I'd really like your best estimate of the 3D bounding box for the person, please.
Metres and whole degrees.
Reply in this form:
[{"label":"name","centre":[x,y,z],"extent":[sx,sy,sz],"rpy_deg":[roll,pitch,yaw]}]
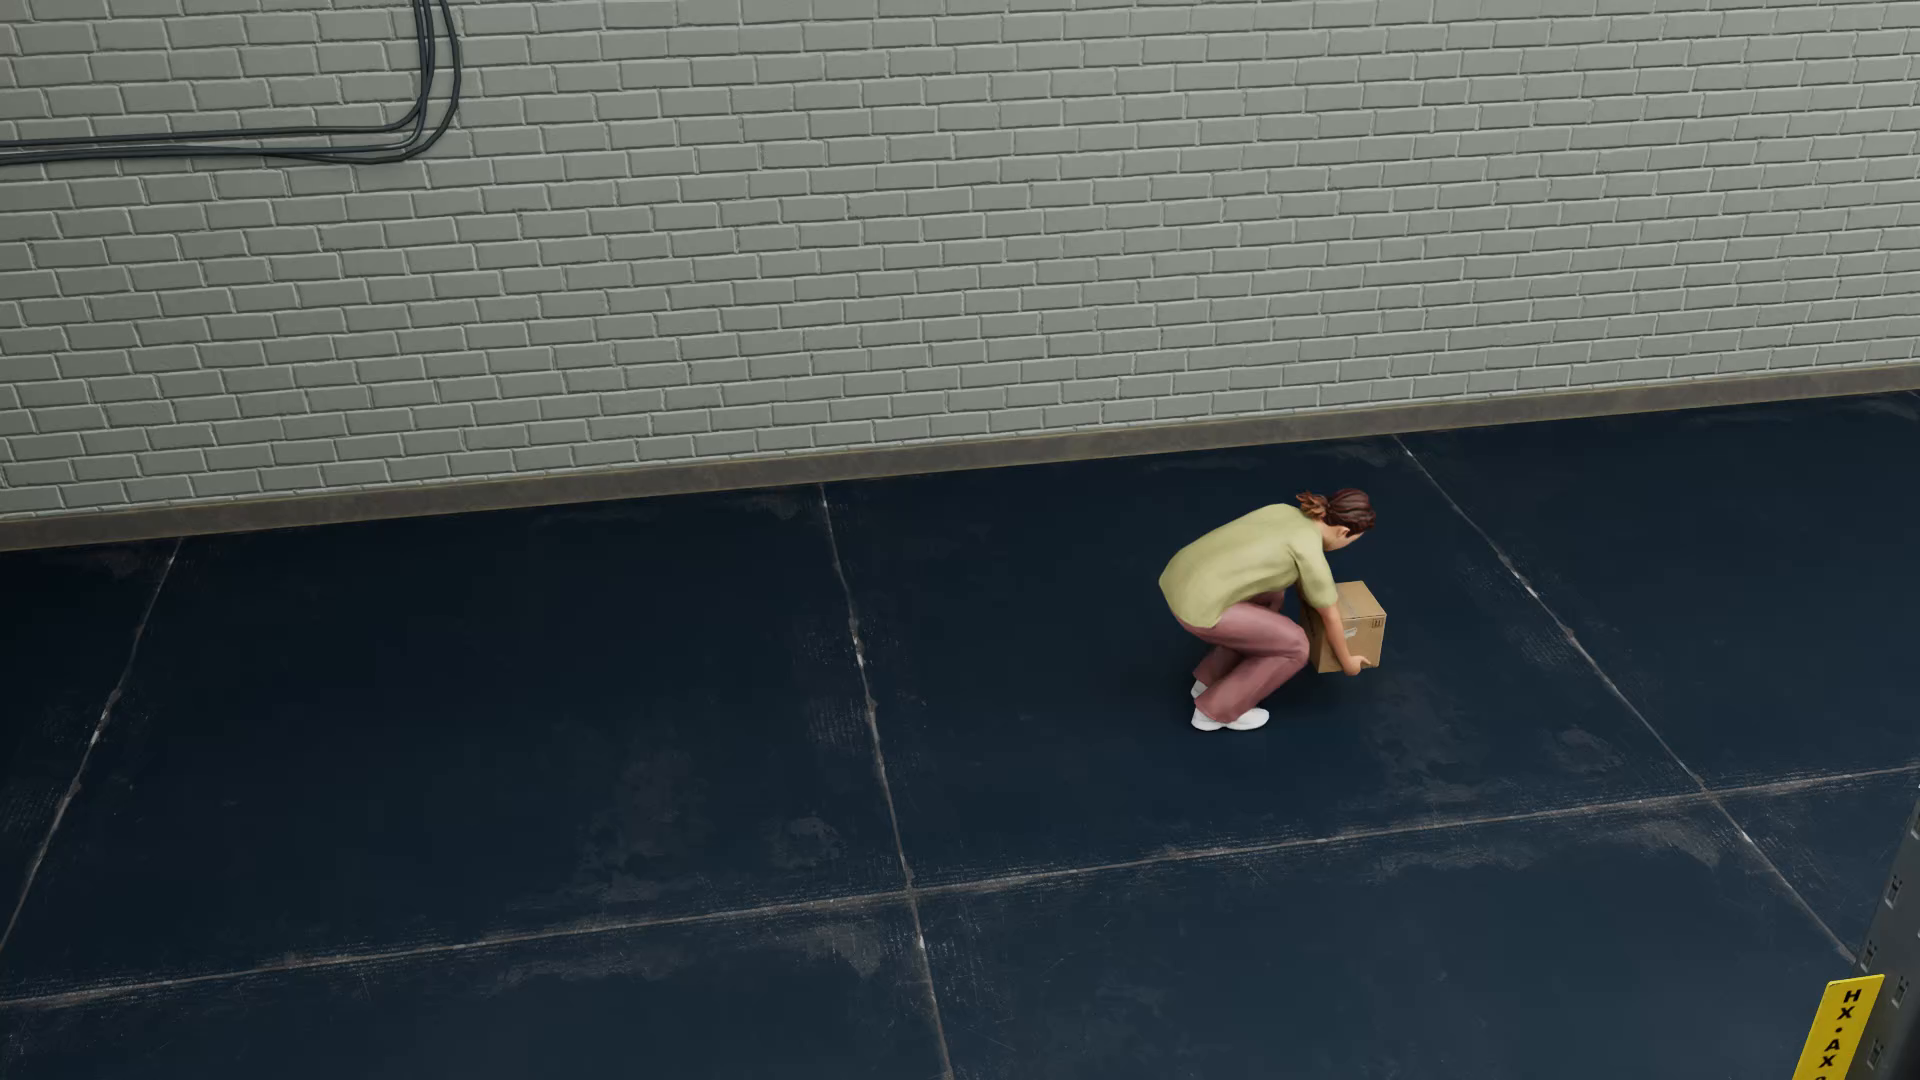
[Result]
[{"label":"person","centre":[1.180,0.257,6.434],"extent":[0.835,0.929,0.455],"rpy_deg":[-6,31,-10]}]
